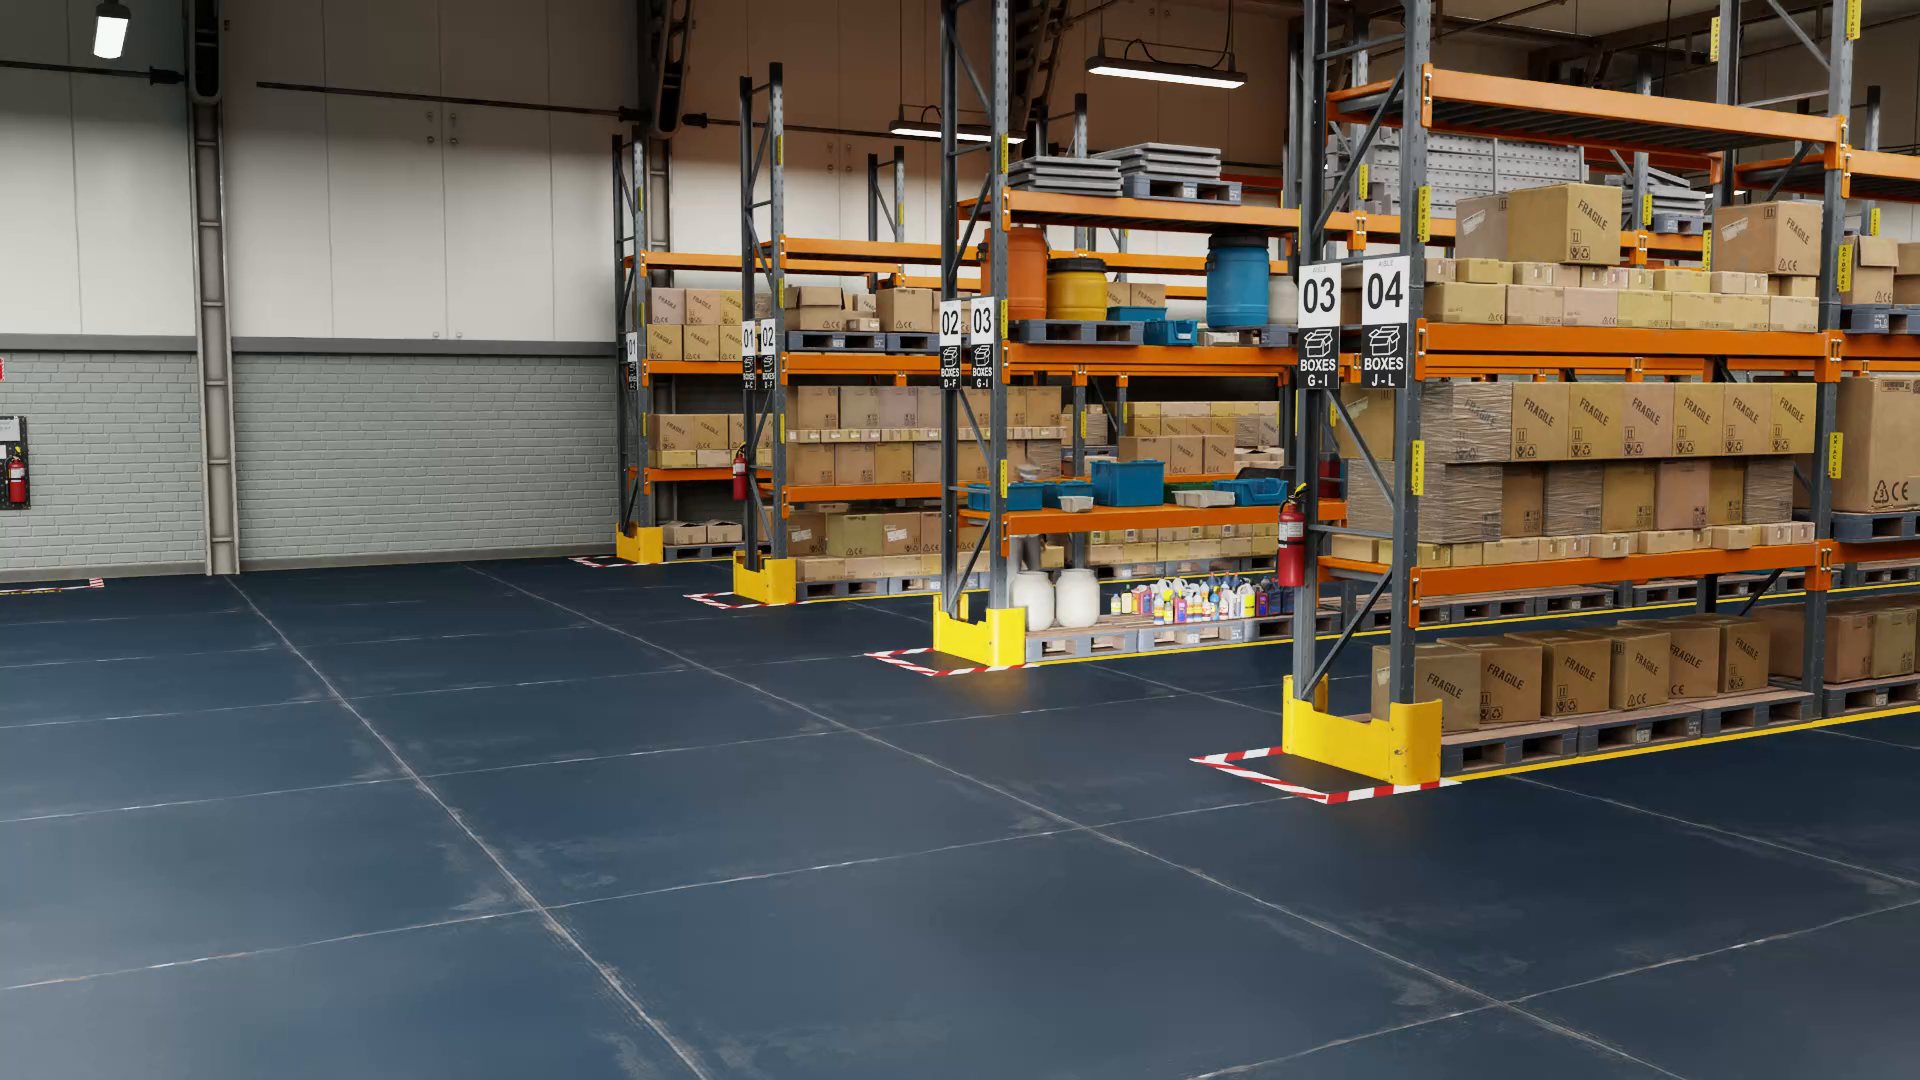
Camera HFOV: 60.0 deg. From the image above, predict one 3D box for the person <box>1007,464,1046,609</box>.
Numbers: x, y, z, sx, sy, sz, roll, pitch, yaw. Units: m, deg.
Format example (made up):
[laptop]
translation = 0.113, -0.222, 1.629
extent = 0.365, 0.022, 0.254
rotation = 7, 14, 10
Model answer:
[person]
translation = 0.684, 0.014, 17.539
extent = 0.448, 1.641, 0.394
rotation = -3, 6, -27
